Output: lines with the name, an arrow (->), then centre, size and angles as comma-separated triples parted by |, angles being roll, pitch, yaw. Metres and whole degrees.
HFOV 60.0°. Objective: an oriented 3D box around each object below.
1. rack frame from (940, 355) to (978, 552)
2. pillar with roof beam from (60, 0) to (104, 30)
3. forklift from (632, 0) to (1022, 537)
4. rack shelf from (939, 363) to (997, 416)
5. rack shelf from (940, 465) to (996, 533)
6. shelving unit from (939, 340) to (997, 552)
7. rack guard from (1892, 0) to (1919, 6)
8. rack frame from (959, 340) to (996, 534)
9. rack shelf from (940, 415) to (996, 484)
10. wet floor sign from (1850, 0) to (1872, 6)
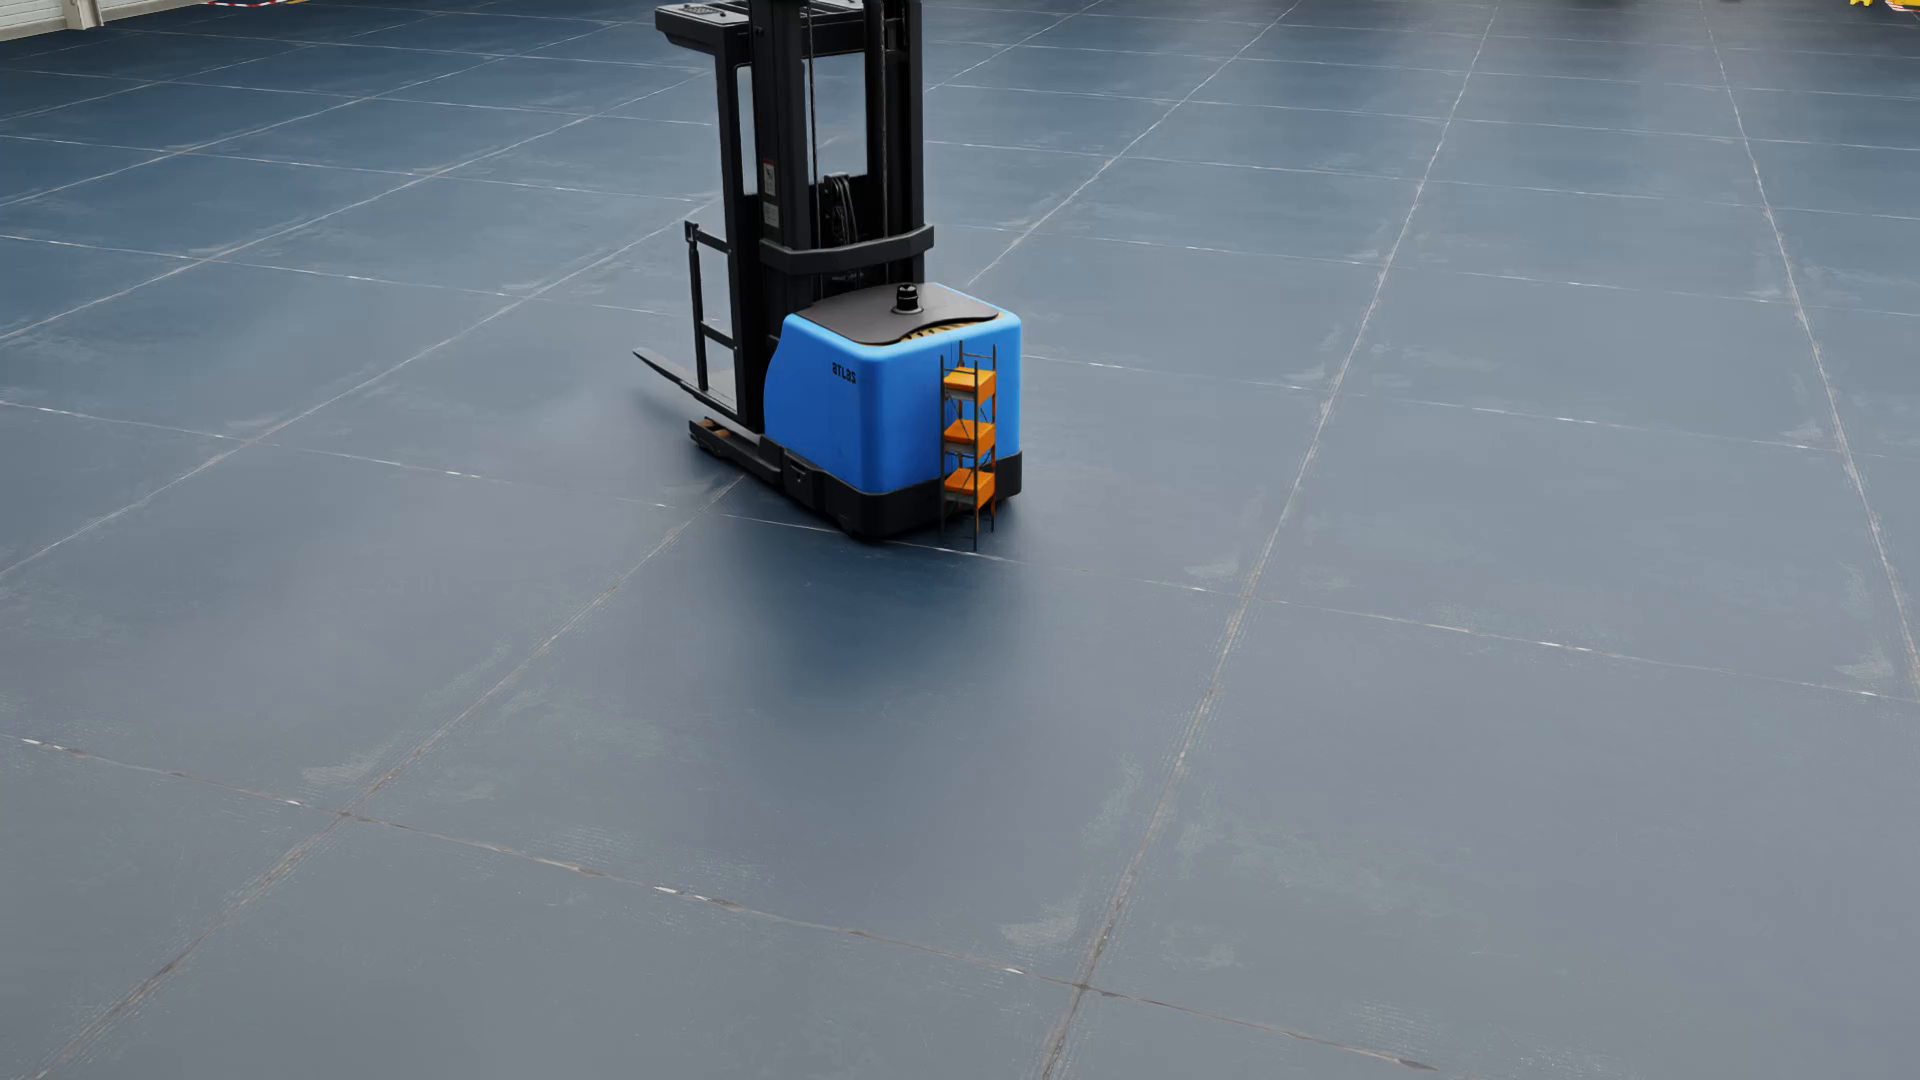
rack frame -> -0.005, -0.427, 8.427 | 0.200, 1.050, 0.008 | 10, 28, 20
pillar with roof beam -> -8.619, -10.860, 20.853 | 9.100, 9.000, 0.400 | 9, 27, 17
forklift -> -0.949, -1.915, 9.342 | 1.130, 2.935, 3.031 | -18, 31, -33
rack shelf -> 0.042, -0.722, 8.409 | 0.215, 0.259, 0.240 | 10, 28, 20
rack shelf -> 0.042, -0.216, 8.654 | 0.215, 0.259, 0.240 | 10, 28, 20
shelving unit -> 0.042, -0.476, 8.528 | 0.215, 1.050, 0.252 | 10, 28, 20
rack guard -> 15.281, -8.616, 25.972 | 1.175, 0.500, 0.348 | 9, 27, 17
rack frame -> 0.089, -0.525, 8.629 | 0.200, 1.050, 0.008 | 10, 28, 20
rack shelf -> 0.042, -0.466, 8.533 | 0.215, 0.259, 0.240 | 10, 28, 20
wet floor sign -> 14.184, -8.727, 26.035 | 0.267, 0.644, 0.232 | 20, 32, 35
